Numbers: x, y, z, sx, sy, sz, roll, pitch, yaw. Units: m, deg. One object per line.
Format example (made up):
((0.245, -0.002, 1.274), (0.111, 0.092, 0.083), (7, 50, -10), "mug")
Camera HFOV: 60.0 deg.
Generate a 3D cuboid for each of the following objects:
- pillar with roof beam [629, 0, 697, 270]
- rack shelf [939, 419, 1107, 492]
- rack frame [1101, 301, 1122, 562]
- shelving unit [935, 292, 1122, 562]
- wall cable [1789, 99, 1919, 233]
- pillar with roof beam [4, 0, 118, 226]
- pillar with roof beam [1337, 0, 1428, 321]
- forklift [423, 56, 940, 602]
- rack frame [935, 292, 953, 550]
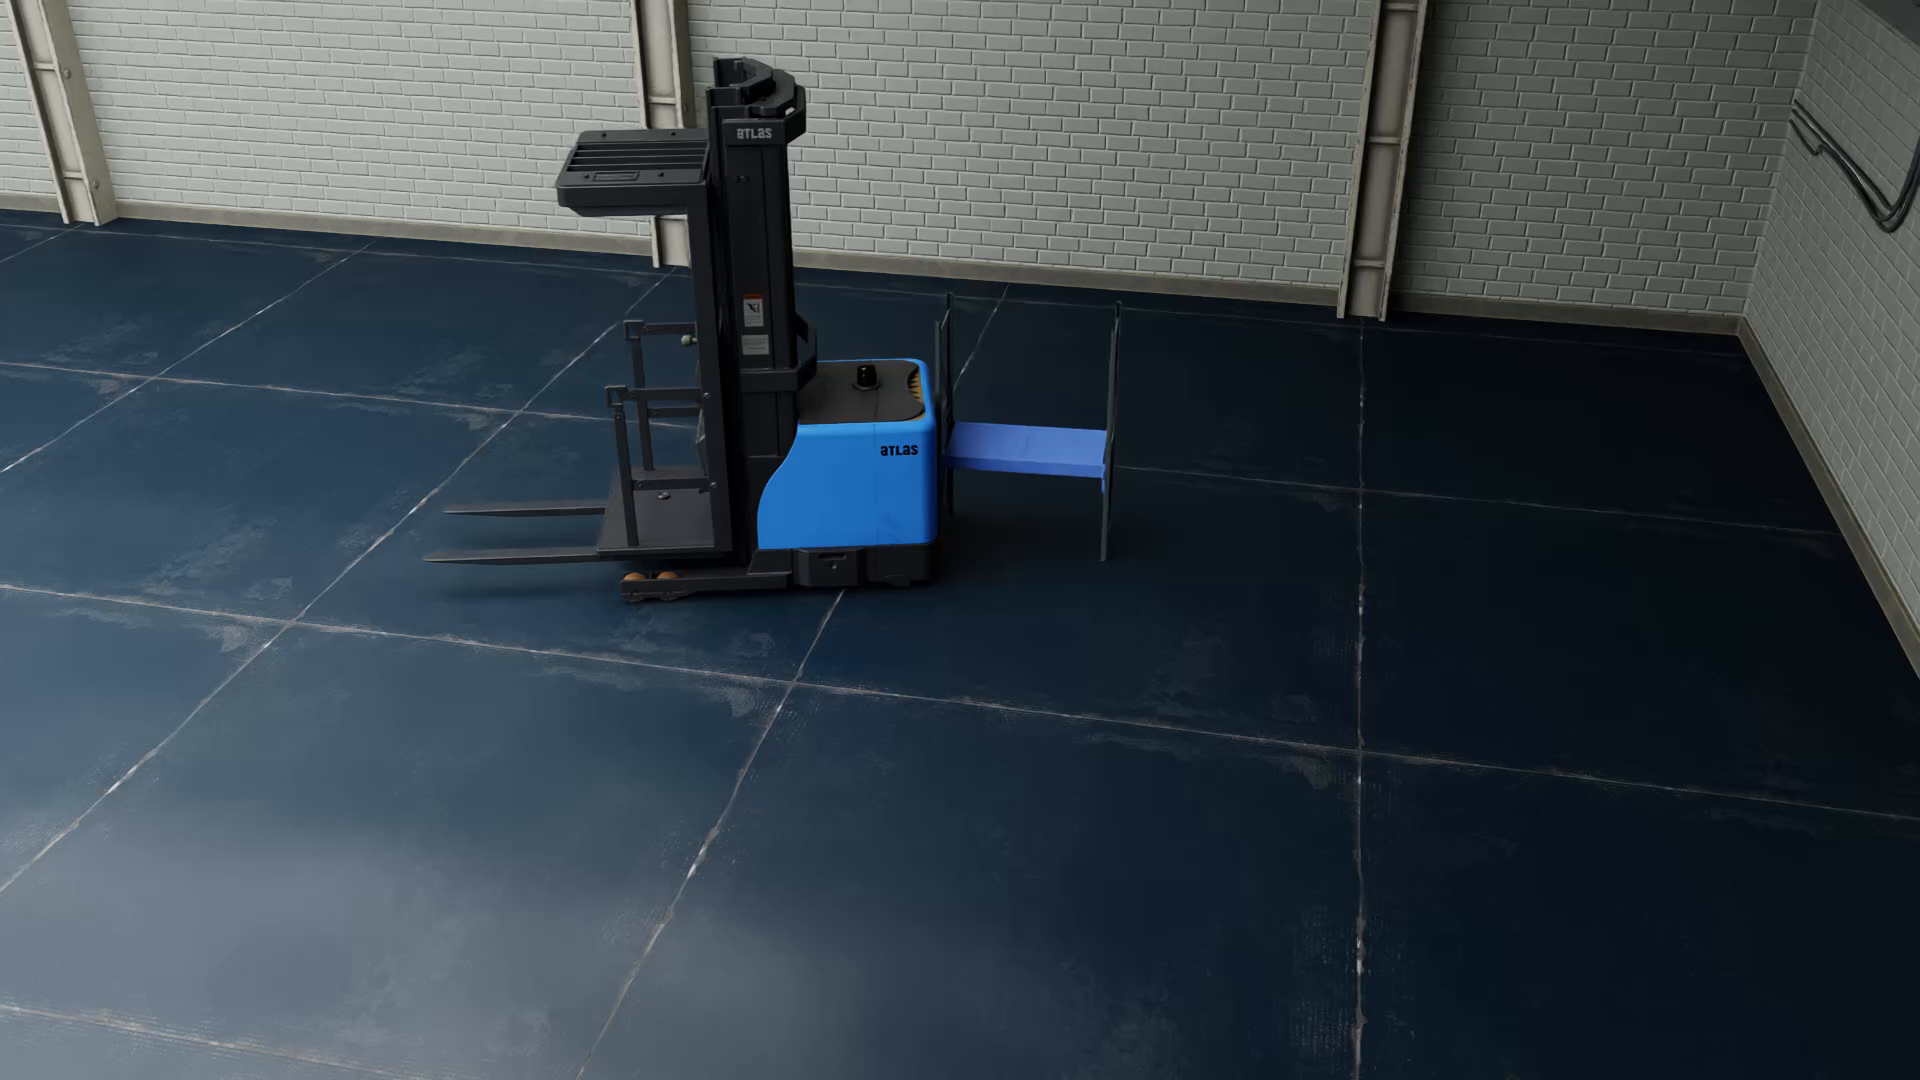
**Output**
((-3.418, -4.420, 9.115), (0.400, 9.000, 9.100), (6, 29, 11), "pillar with roof beam")
((0.408, -0.521, 10.177), (1.000, 0.185, 0.538), (4, 29, 7), "rack shelf")
((0.911, -0.644, 10.027), (0.032, 1.500, 0.500), (4, 29, 7), "rack frame")
((0.408, -0.679, 10.090), (1.048, 1.500, 0.538), (4, 29, 7), "shelving unit")
((5.954, -3.562, 10.781), (0.112, 2.526, 3.097), (6, 29, 11), "wall cable")
((-9.285, -5.022, 10.214), (0.400, 9.000, 9.100), (6, 29, 11), "pillar with roof beam")
((2.450, -3.819, 8.016), (0.400, 9.000, 9.100), (6, 29, 11), "pillar with roof beam")
((-1.660, -1.187, 9.528), (3.031, 2.935, 1.130), (-2, 29, -4), "forklift")
((-0.095, -0.714, 10.154), (0.032, 1.500, 0.500), (4, 29, 7), "rack frame")
